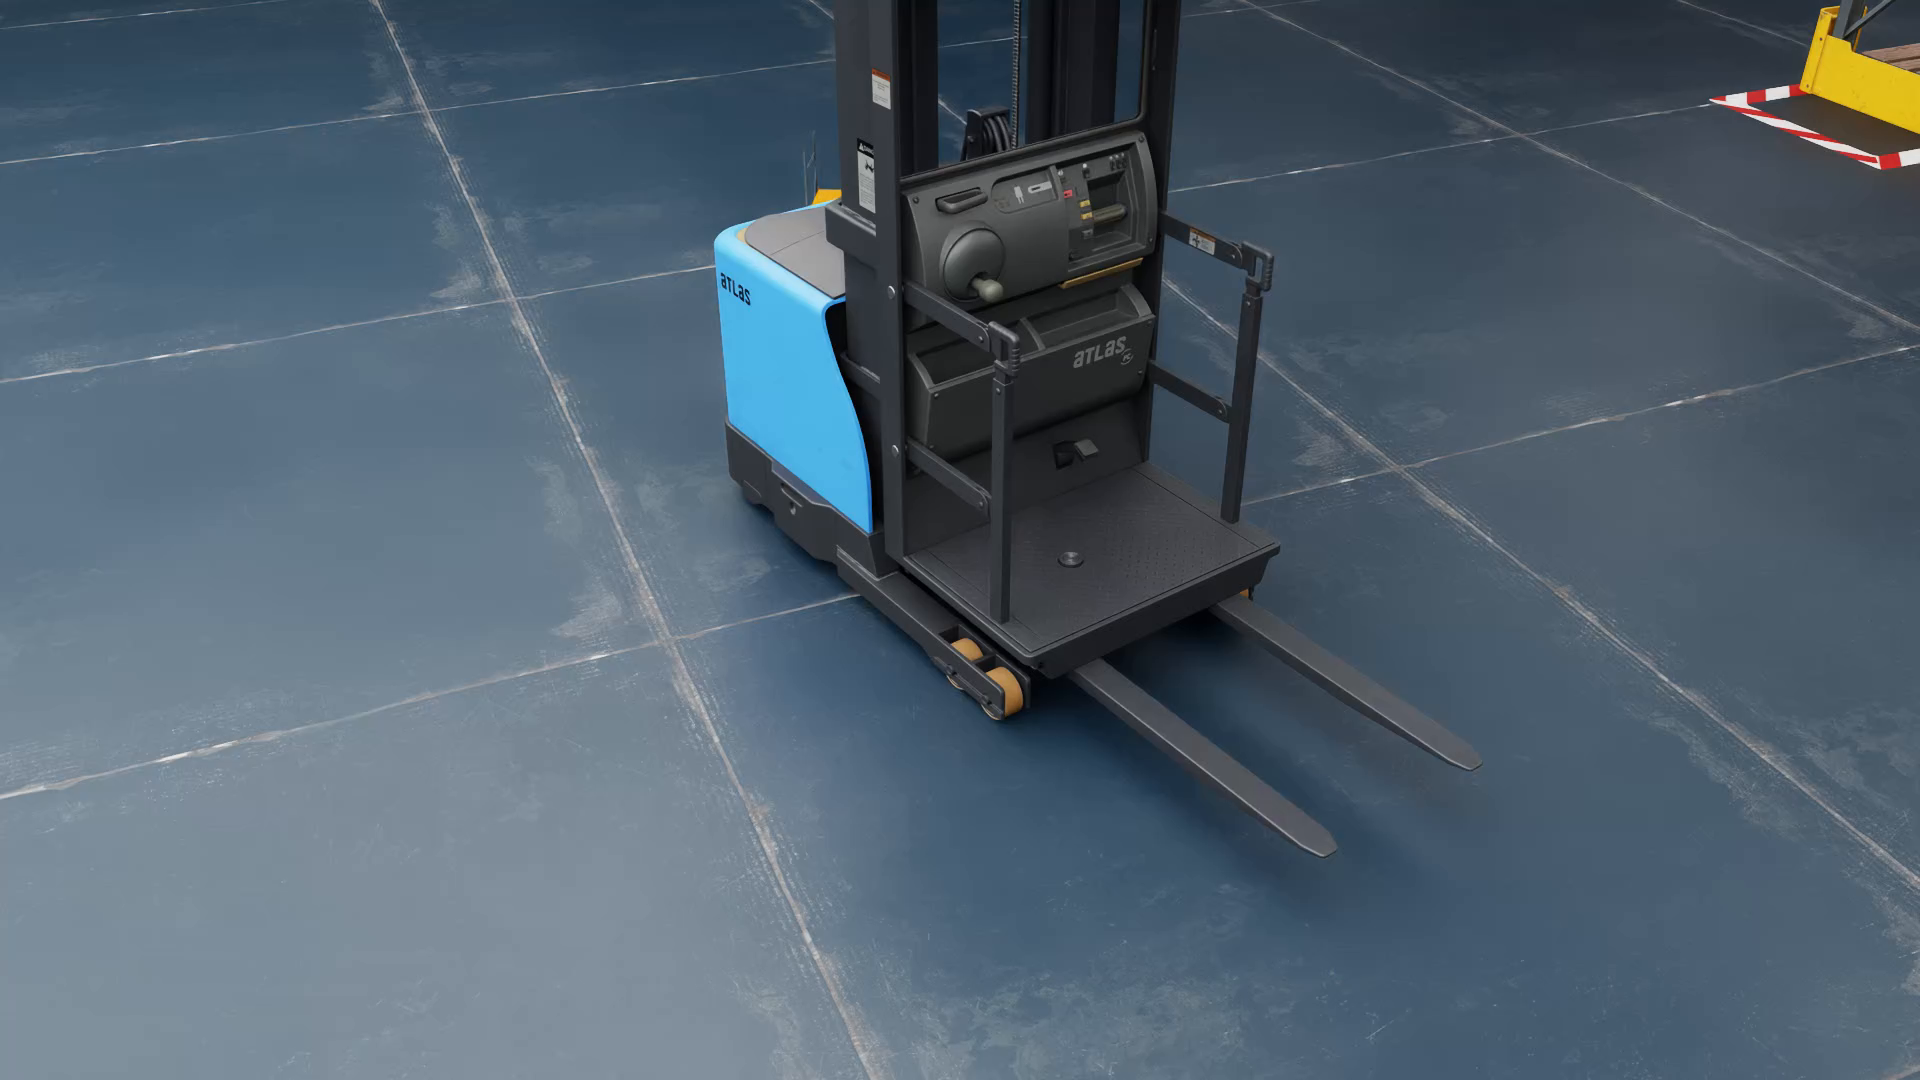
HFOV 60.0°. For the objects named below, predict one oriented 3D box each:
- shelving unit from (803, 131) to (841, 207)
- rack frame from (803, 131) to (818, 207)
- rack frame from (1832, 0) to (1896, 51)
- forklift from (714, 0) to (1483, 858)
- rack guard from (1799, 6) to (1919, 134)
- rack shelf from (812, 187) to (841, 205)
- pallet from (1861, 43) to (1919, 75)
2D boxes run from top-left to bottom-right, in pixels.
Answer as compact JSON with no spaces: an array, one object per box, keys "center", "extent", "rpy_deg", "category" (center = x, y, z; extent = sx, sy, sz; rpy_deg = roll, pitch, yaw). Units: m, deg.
[{"center":[-0.490,-1.030,6.732],"extent":[0.189,1.200,0.258],"rpy_deg":[3,33,4],"category":"shelving unit"},{"center":[-0.581,-1.034,6.739],"extent":[0.006,1.200,0.240],"rpy_deg":[3,33,4],"category":"rack frame"},{"center":[5.722,-3.880,9.463],"extent":[0.127,3.000,1.000],"rpy_deg":[-13,35,-19],"category":"rack frame"},{"center":[0.367,-0.954,5.028],"extent":[1.130,2.935,3.031],"rpy_deg":[-22,39,-30],"category":"forklift"},{"center":[5.774,-2.872,10.206],"extent":[0.348,0.500,1.175],"rpy_deg":[-13,35,-19],"category":"rack guard"},{"center":[-0.490,-1.294,6.560],"extent":[0.180,0.103,0.258],"rpy_deg":[3,33,4],"category":"rack shelf"},{"center":[6.525,-2.920,10.544],"extent":[1.213,0.211,1.003],"rpy_deg":[-13,35,-19],"category":"pallet"}]
